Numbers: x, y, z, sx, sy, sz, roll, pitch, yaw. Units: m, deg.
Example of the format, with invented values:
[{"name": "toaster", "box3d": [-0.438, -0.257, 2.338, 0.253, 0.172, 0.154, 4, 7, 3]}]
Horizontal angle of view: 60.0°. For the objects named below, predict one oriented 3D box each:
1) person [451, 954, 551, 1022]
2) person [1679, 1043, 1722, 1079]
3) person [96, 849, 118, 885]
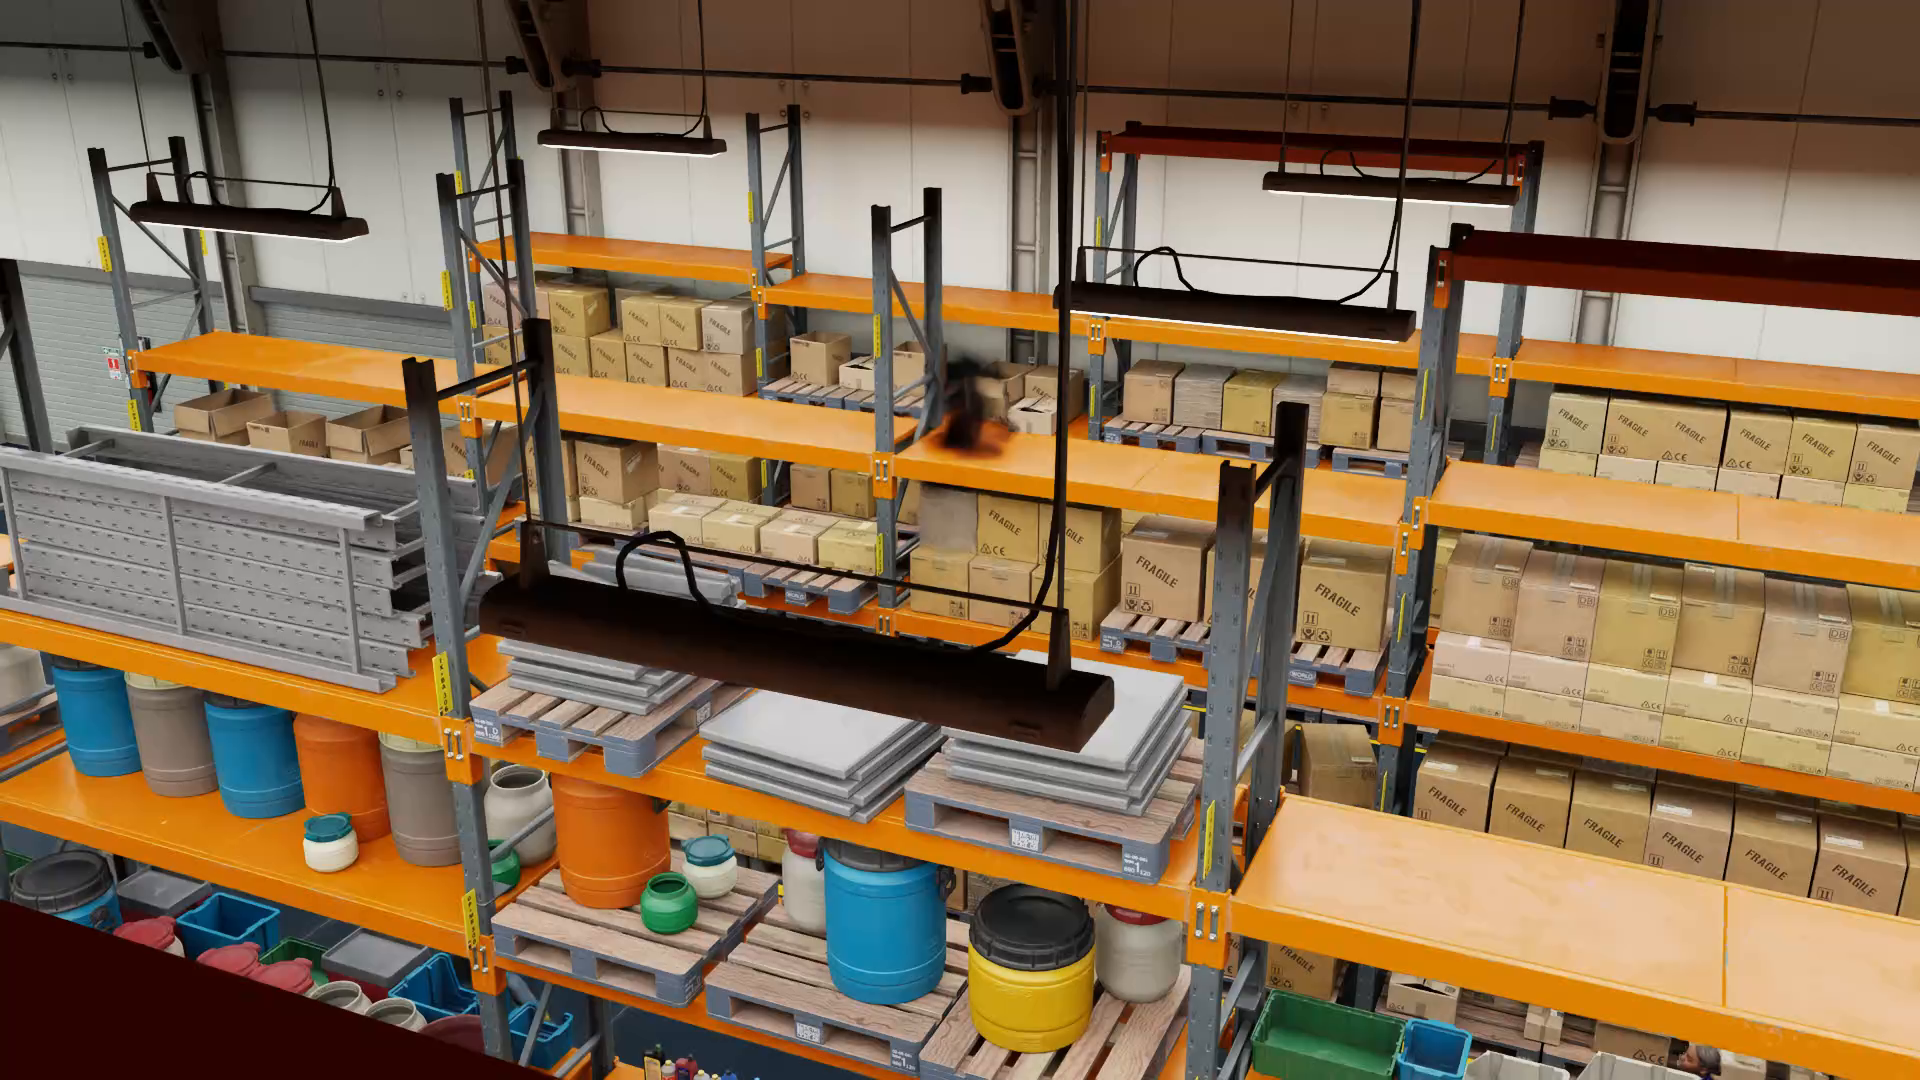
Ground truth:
[{"name": "person", "box3d": [-3.565, 2.929, 12.335, 1.031, 1.744, 0.714, 10, 23, 25]}, {"name": "person", "box3d": [4.478, 3.797, 10.326, 0.570, 1.622, 0.594, 4, 21, 11]}, {"name": "person", "box3d": [-6.914, 2.426, 13.682, 0.983, 1.792, 0.656, 8, 22, 21]}]
